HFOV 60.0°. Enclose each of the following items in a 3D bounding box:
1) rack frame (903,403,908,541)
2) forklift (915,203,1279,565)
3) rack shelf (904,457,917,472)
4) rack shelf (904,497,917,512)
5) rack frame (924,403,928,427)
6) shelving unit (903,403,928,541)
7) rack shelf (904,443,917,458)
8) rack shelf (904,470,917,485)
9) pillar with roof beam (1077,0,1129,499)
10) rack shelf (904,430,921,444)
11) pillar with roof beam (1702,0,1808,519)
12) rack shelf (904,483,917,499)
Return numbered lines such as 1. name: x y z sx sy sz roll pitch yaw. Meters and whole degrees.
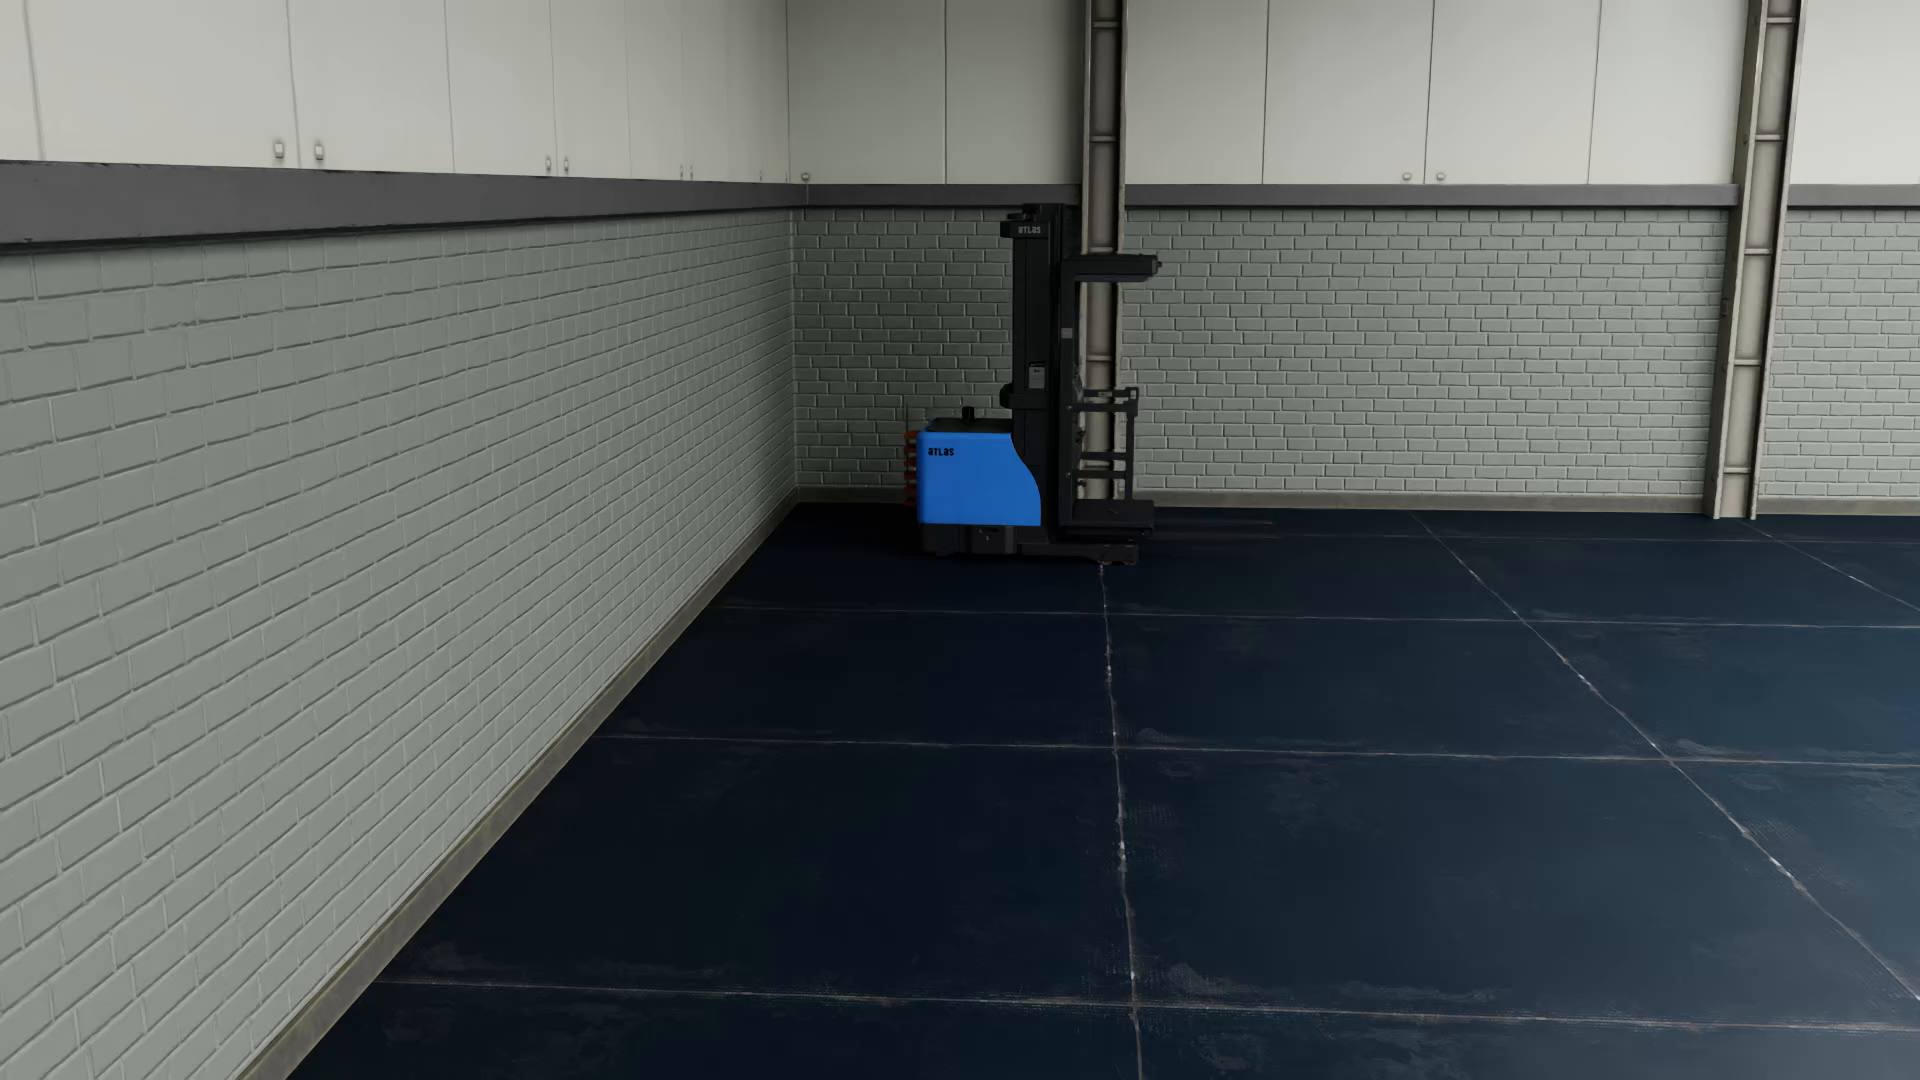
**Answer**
1. rack frame: -0.479 -0.599 14.703 0.006 1.200 0.240 1 12 6
2. forklift: 1.178 -1.340 14.013 3.031 2.935 1.130 1 12 6
3. rack shelf: -0.388 -0.671 14.677 0.180 0.103 0.258 1 12 6
4. rack shelf: -0.388 -0.319 14.751 0.180 0.103 0.258 1 12 6
5. rack frame: -0.298 -0.595 14.682 0.006 1.200 0.240 1 12 6
6. shelving unit: -0.388 -0.597 14.692 0.189 1.200 0.258 1 12 6
7. rack shelf: -0.388 -0.789 14.652 0.180 0.103 0.258 1 12 6
8. rack shelf: -0.388 -0.554 14.701 0.180 0.103 0.258 1 12 6
9. pillar with roof beam: 1.058 -3.837 11.134 0.400 9.000 9.100 1 12 4
10. rack shelf: -0.388 -0.906 14.628 0.180 0.103 0.258 1 12 6
11. pillar with roof beam: 7.045 -3.755 10.742 0.400 9.000 9.100 1 12 4
12. rack shelf: -0.388 -0.436 14.726 0.180 0.103 0.258 1 12 6
